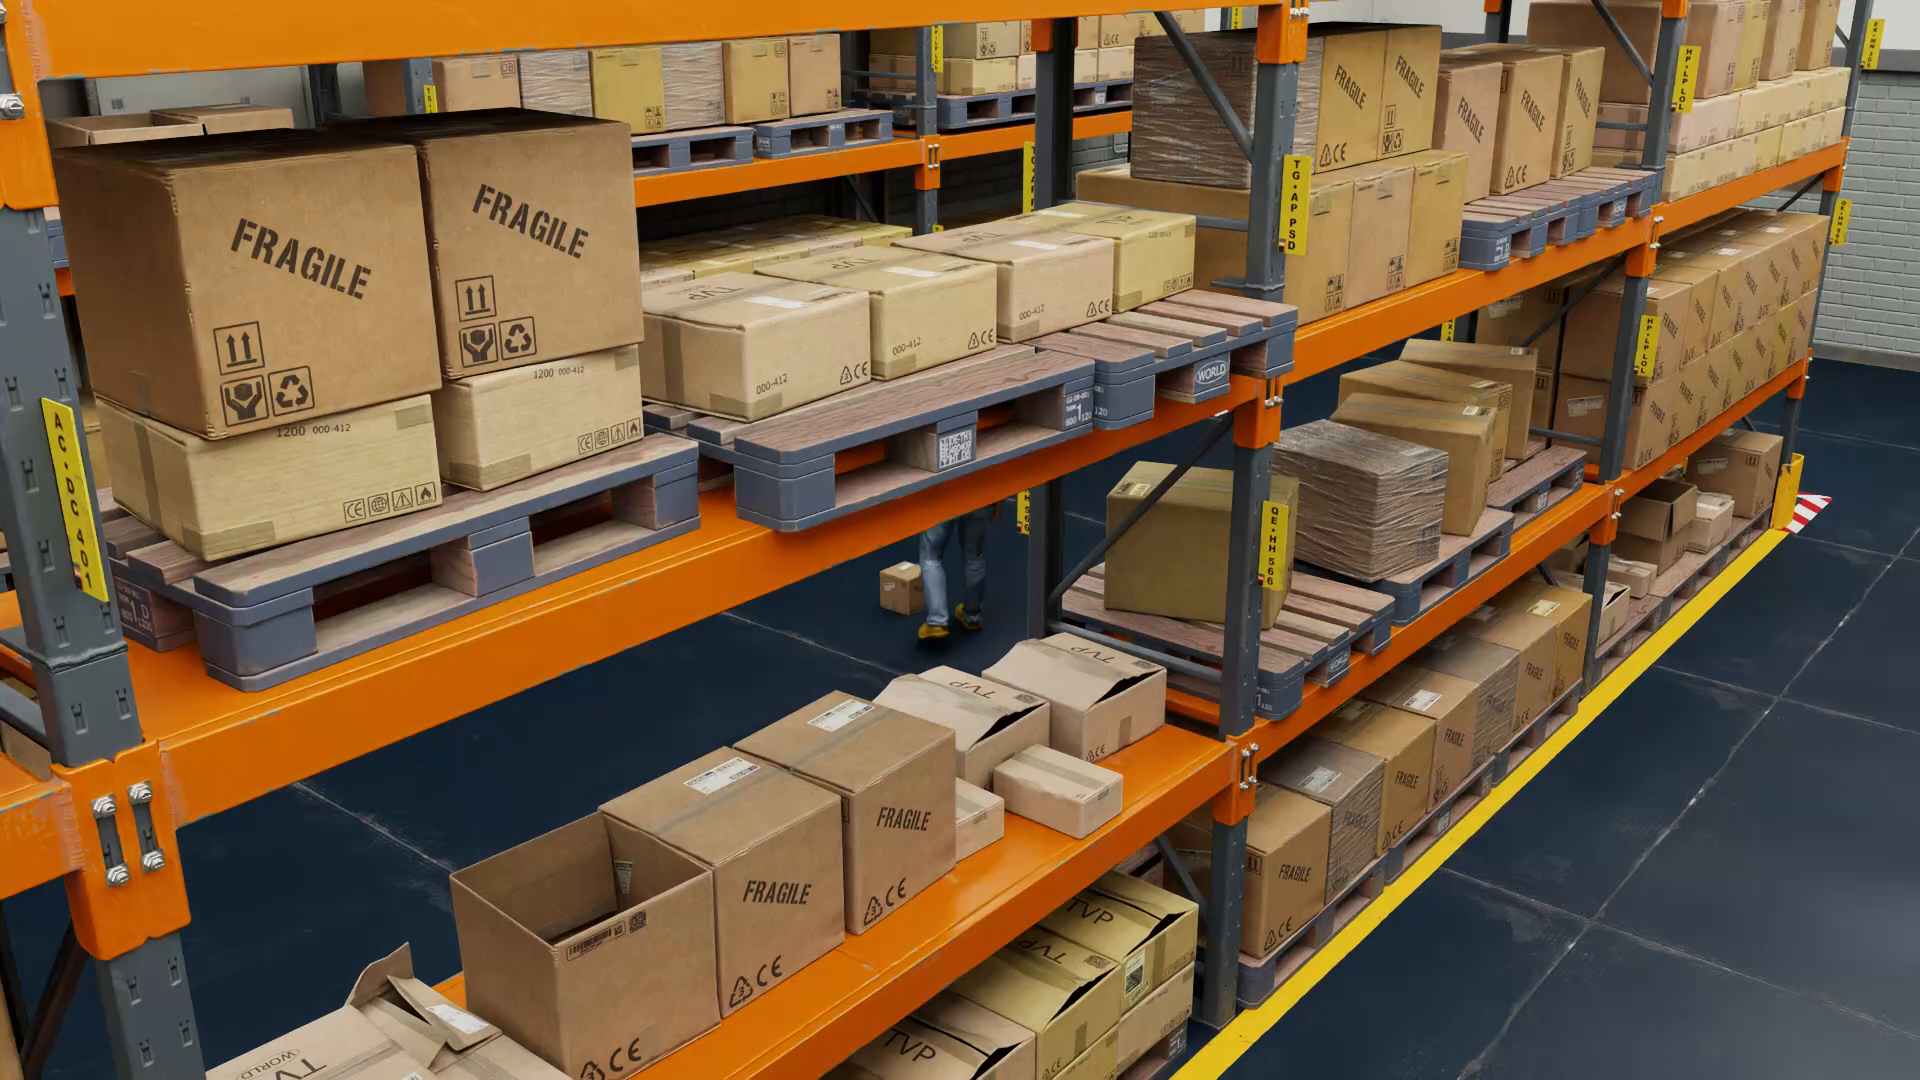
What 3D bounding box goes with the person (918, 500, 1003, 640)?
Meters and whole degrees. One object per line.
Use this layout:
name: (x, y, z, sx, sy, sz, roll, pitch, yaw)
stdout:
person: (-0.011, -0.245, 10.186, 0.579, 1.771, 0.603, -6, 21, -16)
